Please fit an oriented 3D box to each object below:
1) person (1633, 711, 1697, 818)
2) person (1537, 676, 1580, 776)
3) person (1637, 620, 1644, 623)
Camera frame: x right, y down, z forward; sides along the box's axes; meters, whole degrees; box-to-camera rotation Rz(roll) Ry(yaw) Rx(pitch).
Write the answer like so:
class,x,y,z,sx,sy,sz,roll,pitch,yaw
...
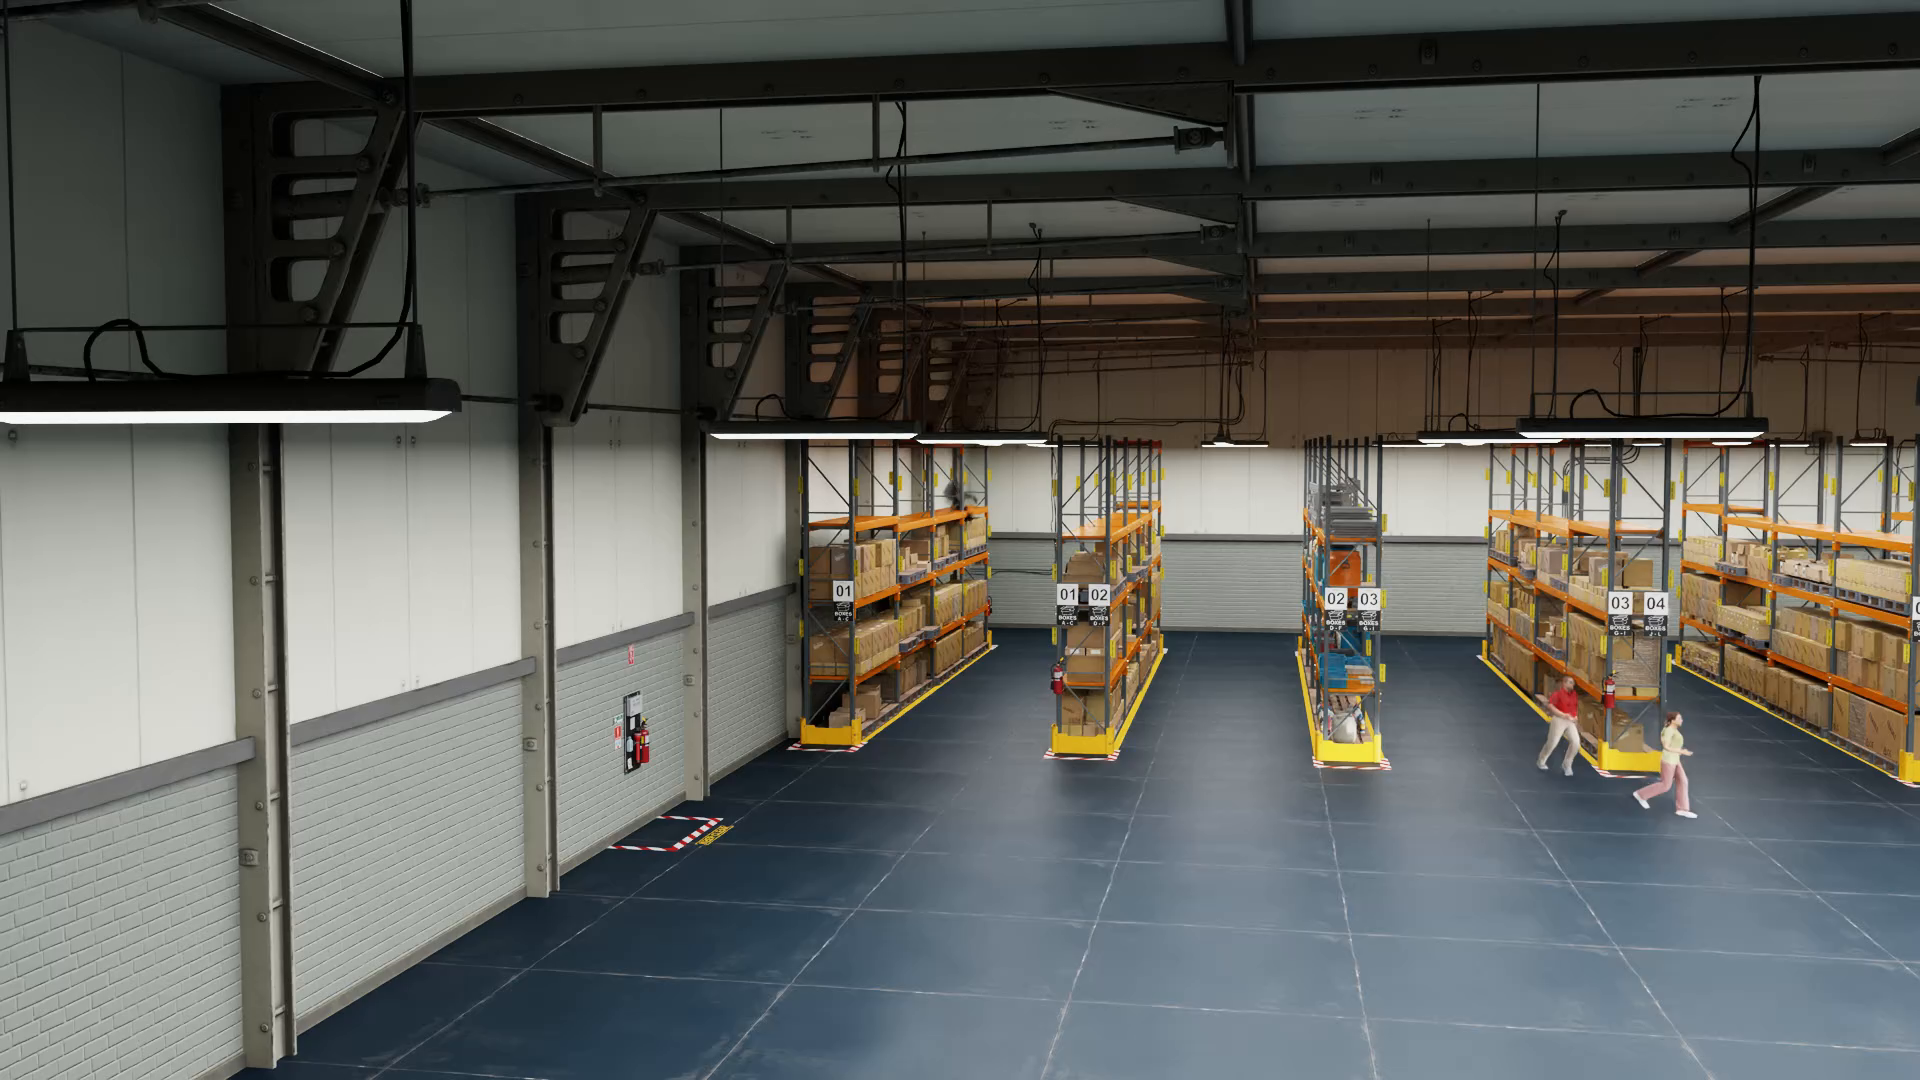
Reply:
class,x,y,z,sx,sy,sz,roll,pitch,yaw
person,11.048,3.482,26.003,0.926,1.656,0.562,2,4,33
person,10.692,3.298,29.439,0.720,1.792,0.744,-1,3,-18
person,17.895,2.496,43.996,0.695,1.728,0.545,1,3,25
